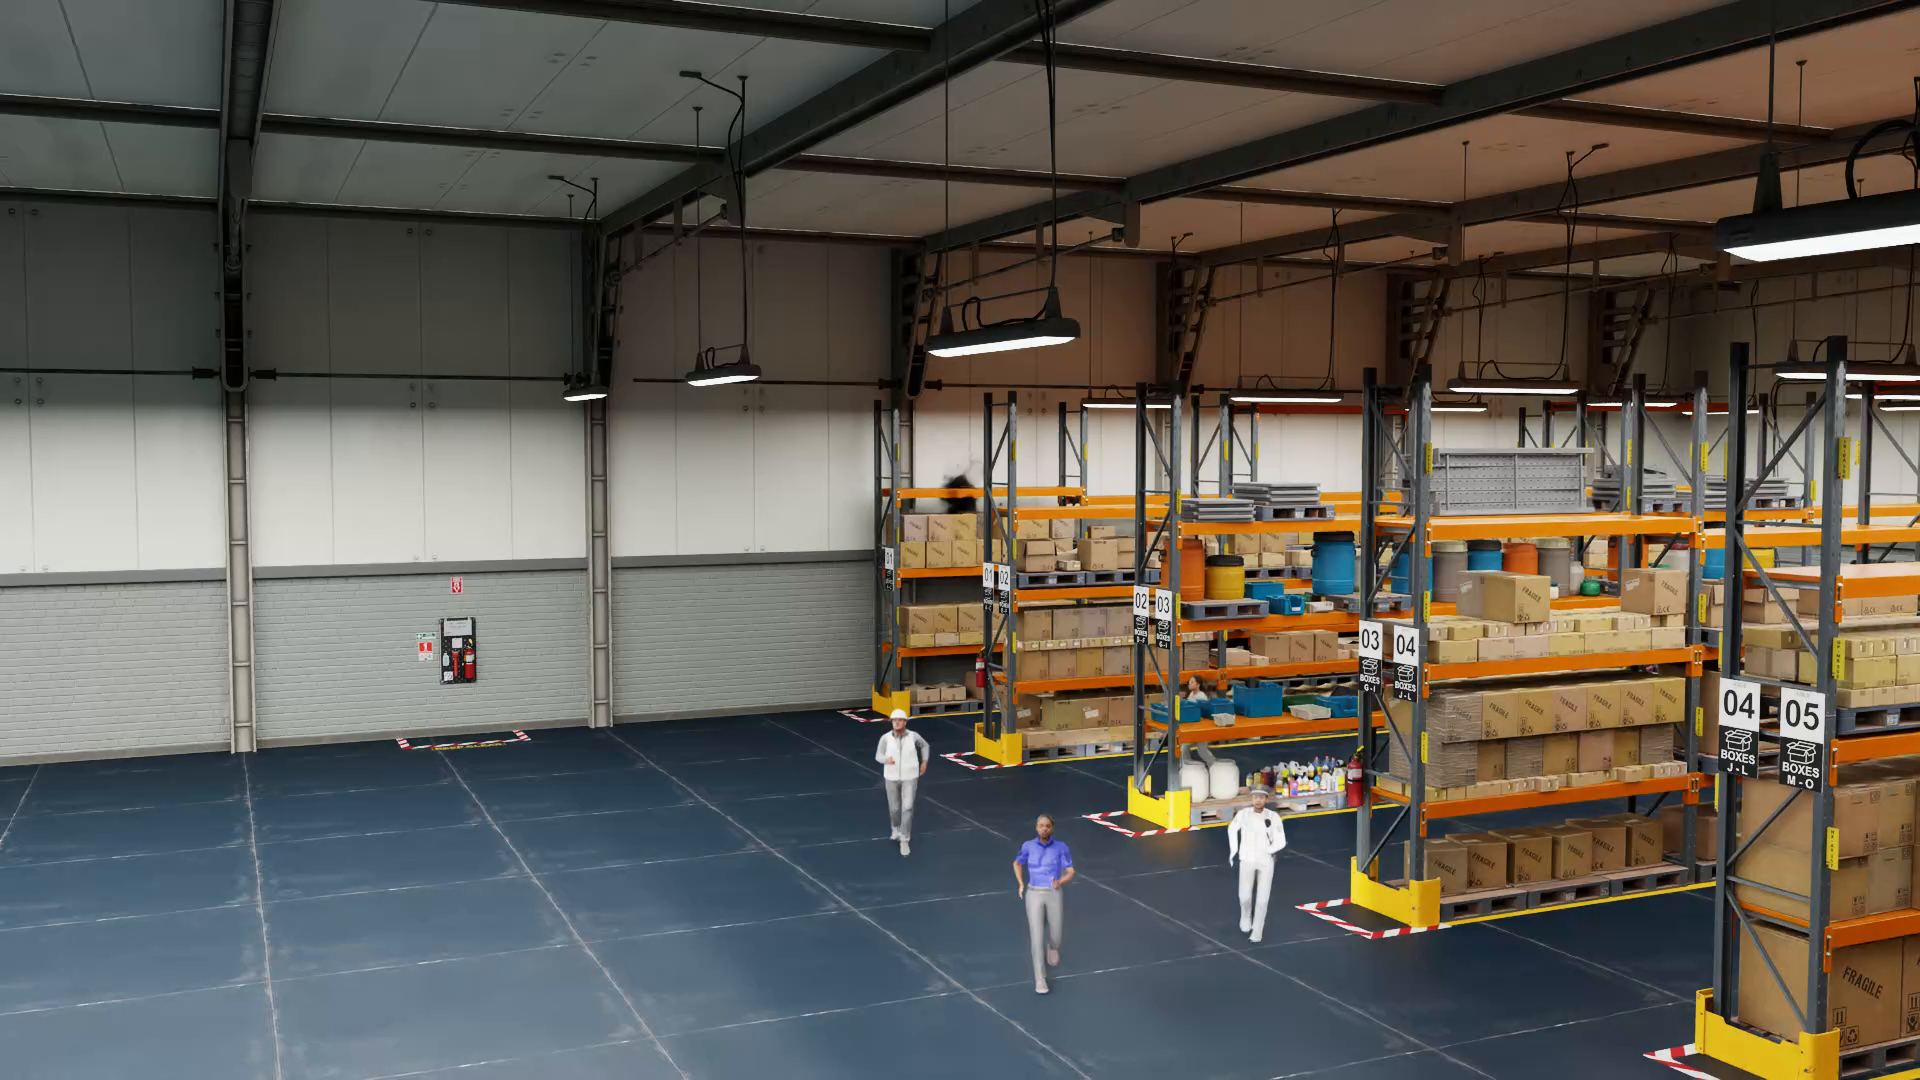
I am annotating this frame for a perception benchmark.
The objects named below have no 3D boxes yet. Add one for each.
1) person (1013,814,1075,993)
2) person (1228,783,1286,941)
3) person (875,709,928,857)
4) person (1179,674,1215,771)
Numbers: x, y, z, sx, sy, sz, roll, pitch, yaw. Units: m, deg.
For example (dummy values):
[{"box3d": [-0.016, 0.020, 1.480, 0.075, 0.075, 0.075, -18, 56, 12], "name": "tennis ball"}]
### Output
[{"box3d": [0.801, 3.423, 15.900, 0.588, 1.621, 0.815, 0, 3, 2], "name": "person"}, {"box3d": [3.052, 3.334, 17.170, 0.603, 1.659, 0.554, 1, 3, 14], "name": "person"}, {"box3d": [-0.749, 3.053, 21.192, 0.659, 1.799, 0.882, 0, 3, 4], "name": "person"}, {"box3d": [3.599, 2.872, 25.044, 0.839, 1.696, 0.559, -2, 4, -29], "name": "person"}]
